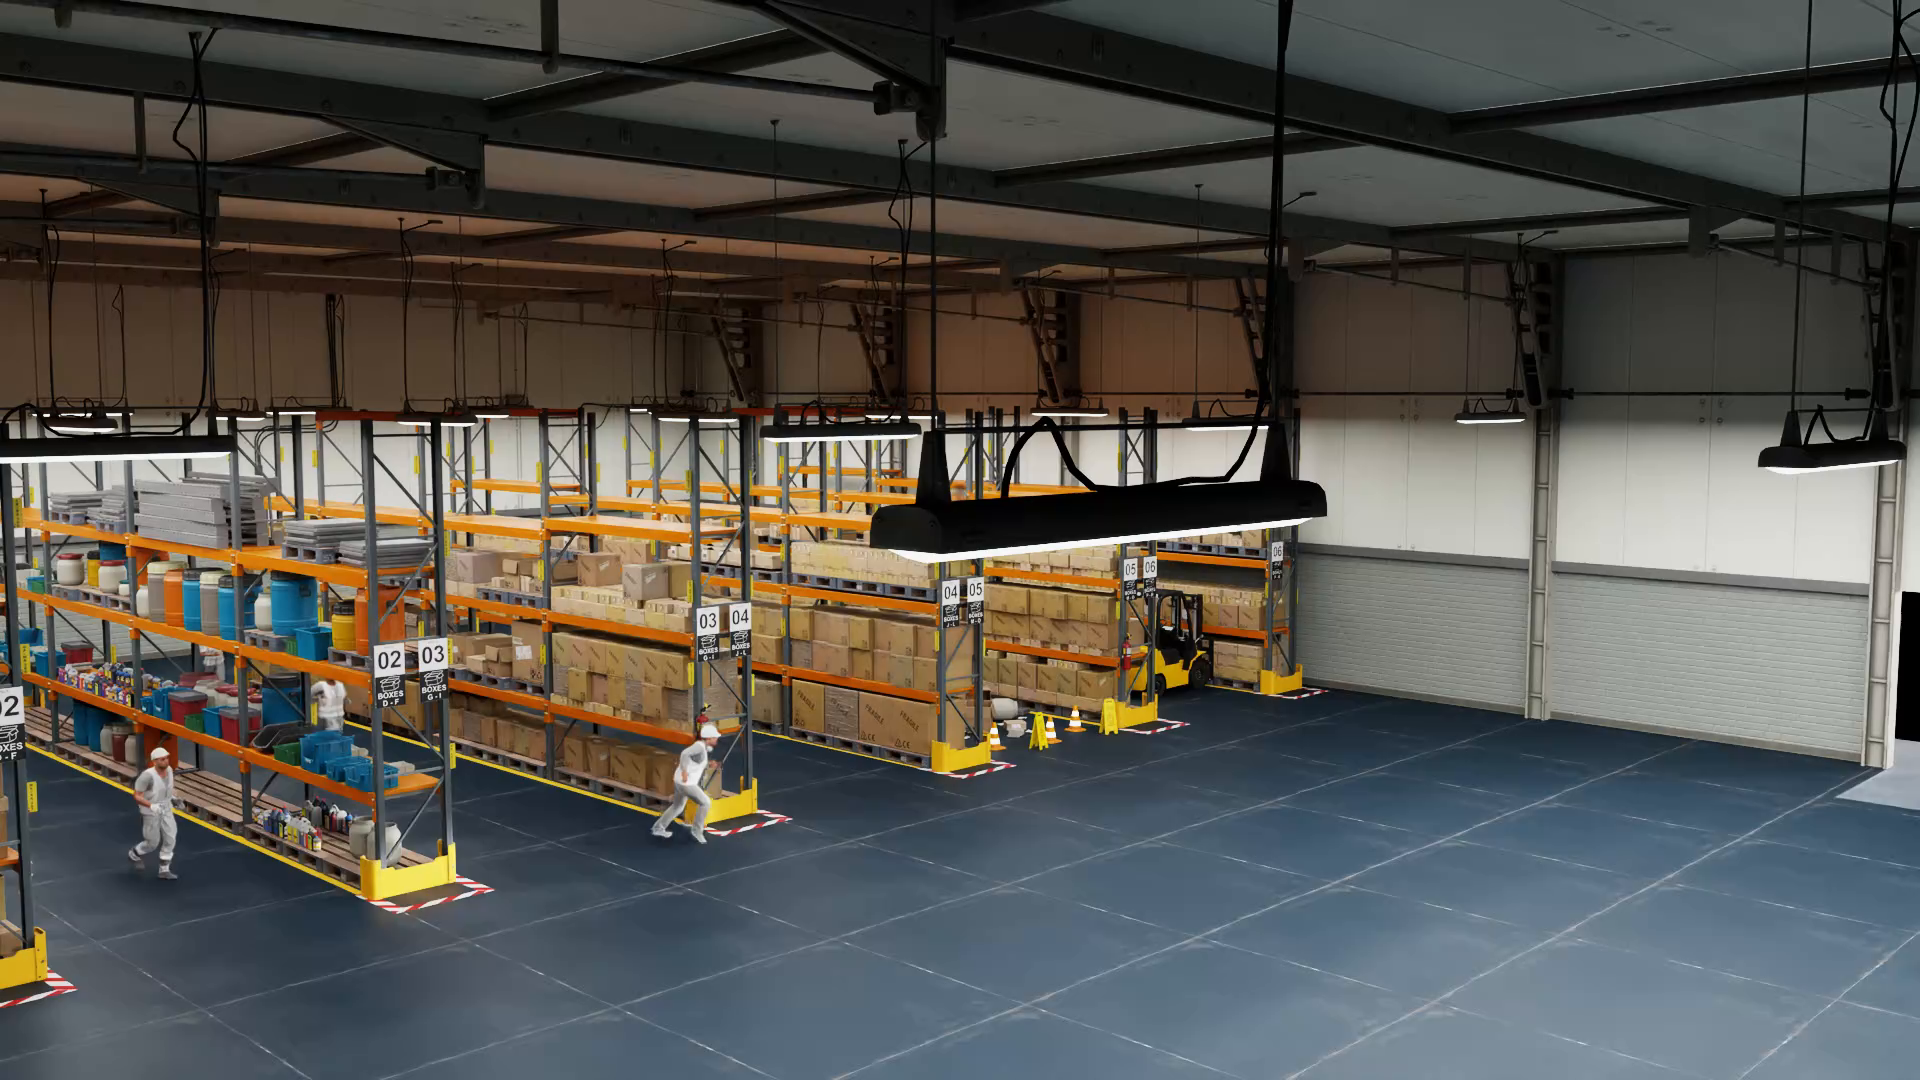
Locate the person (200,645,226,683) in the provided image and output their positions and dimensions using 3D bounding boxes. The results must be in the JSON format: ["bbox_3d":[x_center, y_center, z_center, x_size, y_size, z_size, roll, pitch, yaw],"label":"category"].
[{"bbox_3d":[-14.977,2.535,33.368,0.525,1.749,0.848,-4,6,-39],"label":"person"}]

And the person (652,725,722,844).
[{"bbox_3d":[-3.843,3.458,23.351,0.995,1.717,0.704,0,5,-3],"label":"person"}]

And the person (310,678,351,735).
[{"bbox_3d":[-10.503,2.980,27.834,0.706,1.791,0.671,3,6,28],"label":"person"}]

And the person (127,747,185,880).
[{"bbox_3d":[-10.545,3.548,21.691,0.815,1.738,0.658,2,6,26],"label":"person"}]
